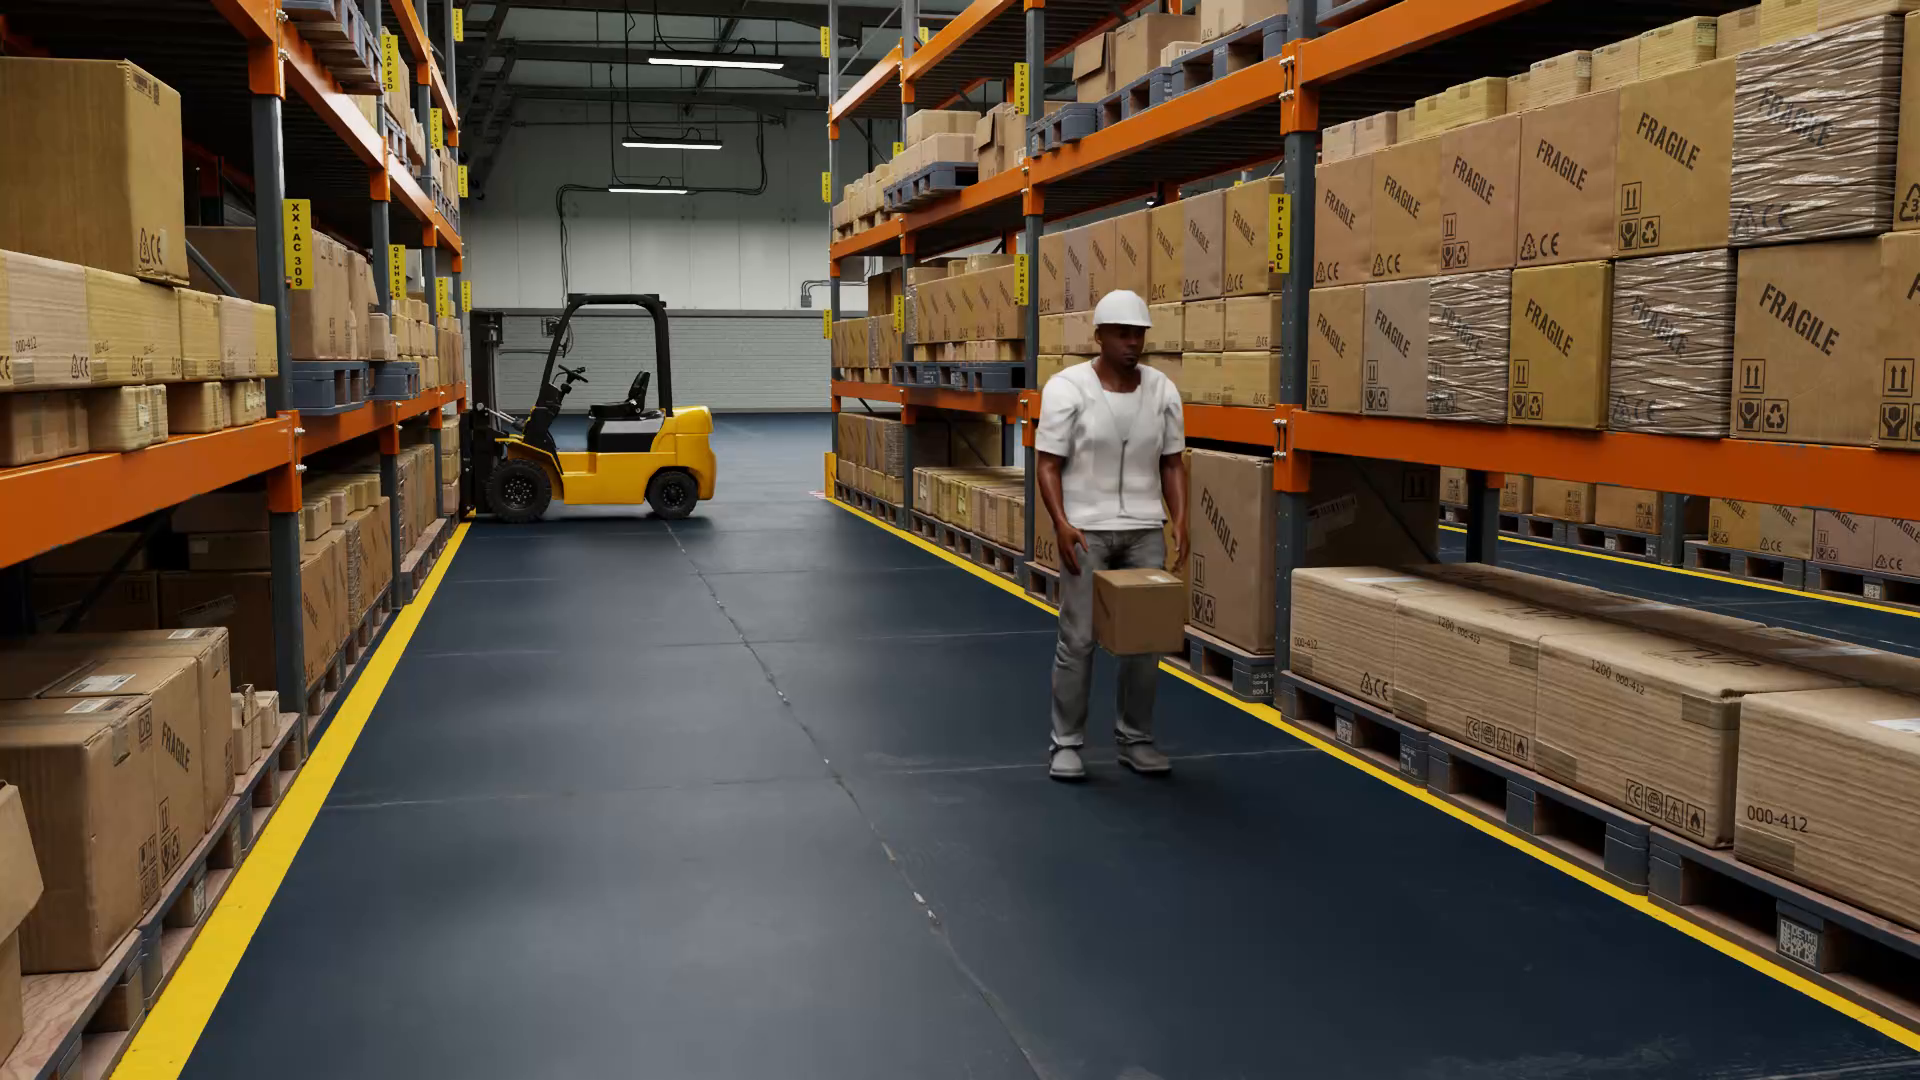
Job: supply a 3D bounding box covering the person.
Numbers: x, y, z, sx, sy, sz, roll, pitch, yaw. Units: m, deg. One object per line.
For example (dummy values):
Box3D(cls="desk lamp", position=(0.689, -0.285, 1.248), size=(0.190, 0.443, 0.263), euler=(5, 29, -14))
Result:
Box3D(cls="person", position=(0.562, -0.027, 6.102), size=(0.583, 1.766, 0.422), euler=(-2, 6, -15))
